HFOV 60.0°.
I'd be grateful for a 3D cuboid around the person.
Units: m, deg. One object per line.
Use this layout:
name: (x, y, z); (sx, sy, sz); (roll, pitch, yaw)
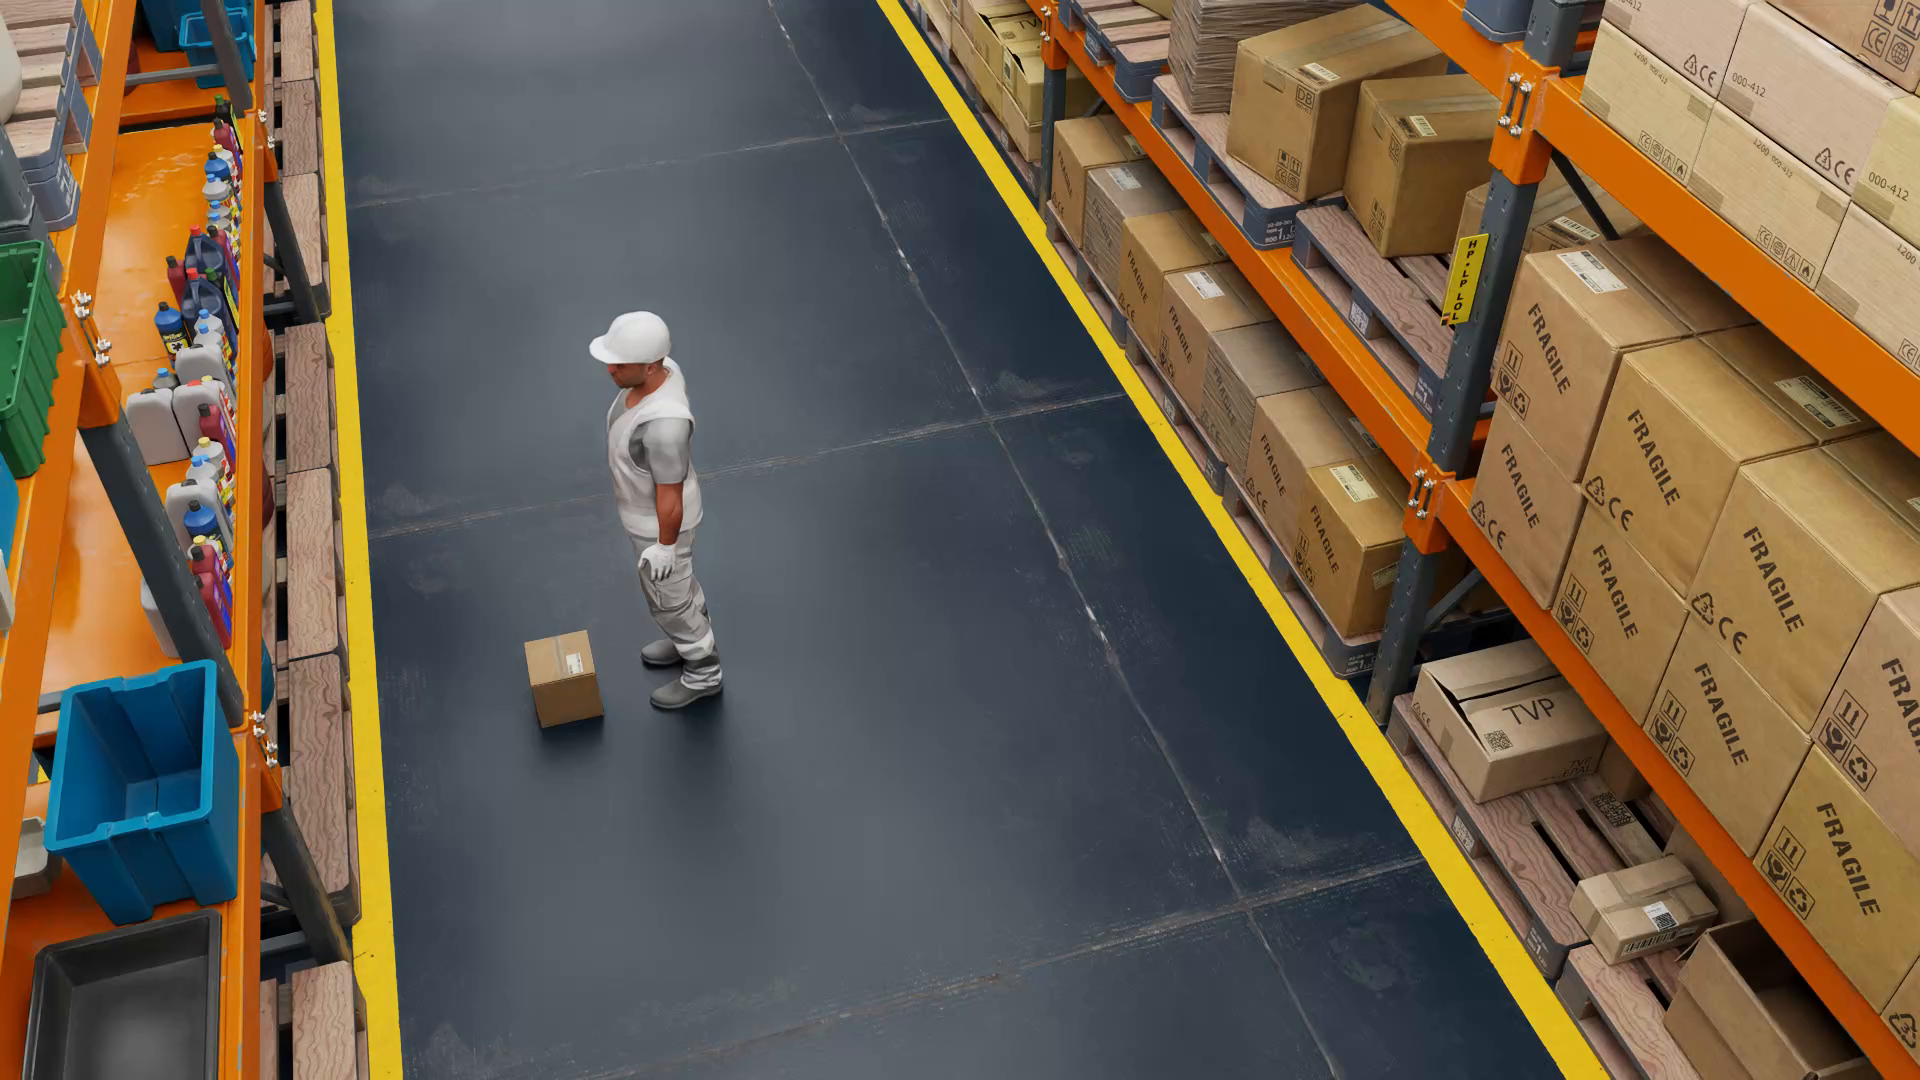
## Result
person: (-1.126, -0.102, 6.259); (0.338, 1.786, 0.525); (-11, 43, -12)
